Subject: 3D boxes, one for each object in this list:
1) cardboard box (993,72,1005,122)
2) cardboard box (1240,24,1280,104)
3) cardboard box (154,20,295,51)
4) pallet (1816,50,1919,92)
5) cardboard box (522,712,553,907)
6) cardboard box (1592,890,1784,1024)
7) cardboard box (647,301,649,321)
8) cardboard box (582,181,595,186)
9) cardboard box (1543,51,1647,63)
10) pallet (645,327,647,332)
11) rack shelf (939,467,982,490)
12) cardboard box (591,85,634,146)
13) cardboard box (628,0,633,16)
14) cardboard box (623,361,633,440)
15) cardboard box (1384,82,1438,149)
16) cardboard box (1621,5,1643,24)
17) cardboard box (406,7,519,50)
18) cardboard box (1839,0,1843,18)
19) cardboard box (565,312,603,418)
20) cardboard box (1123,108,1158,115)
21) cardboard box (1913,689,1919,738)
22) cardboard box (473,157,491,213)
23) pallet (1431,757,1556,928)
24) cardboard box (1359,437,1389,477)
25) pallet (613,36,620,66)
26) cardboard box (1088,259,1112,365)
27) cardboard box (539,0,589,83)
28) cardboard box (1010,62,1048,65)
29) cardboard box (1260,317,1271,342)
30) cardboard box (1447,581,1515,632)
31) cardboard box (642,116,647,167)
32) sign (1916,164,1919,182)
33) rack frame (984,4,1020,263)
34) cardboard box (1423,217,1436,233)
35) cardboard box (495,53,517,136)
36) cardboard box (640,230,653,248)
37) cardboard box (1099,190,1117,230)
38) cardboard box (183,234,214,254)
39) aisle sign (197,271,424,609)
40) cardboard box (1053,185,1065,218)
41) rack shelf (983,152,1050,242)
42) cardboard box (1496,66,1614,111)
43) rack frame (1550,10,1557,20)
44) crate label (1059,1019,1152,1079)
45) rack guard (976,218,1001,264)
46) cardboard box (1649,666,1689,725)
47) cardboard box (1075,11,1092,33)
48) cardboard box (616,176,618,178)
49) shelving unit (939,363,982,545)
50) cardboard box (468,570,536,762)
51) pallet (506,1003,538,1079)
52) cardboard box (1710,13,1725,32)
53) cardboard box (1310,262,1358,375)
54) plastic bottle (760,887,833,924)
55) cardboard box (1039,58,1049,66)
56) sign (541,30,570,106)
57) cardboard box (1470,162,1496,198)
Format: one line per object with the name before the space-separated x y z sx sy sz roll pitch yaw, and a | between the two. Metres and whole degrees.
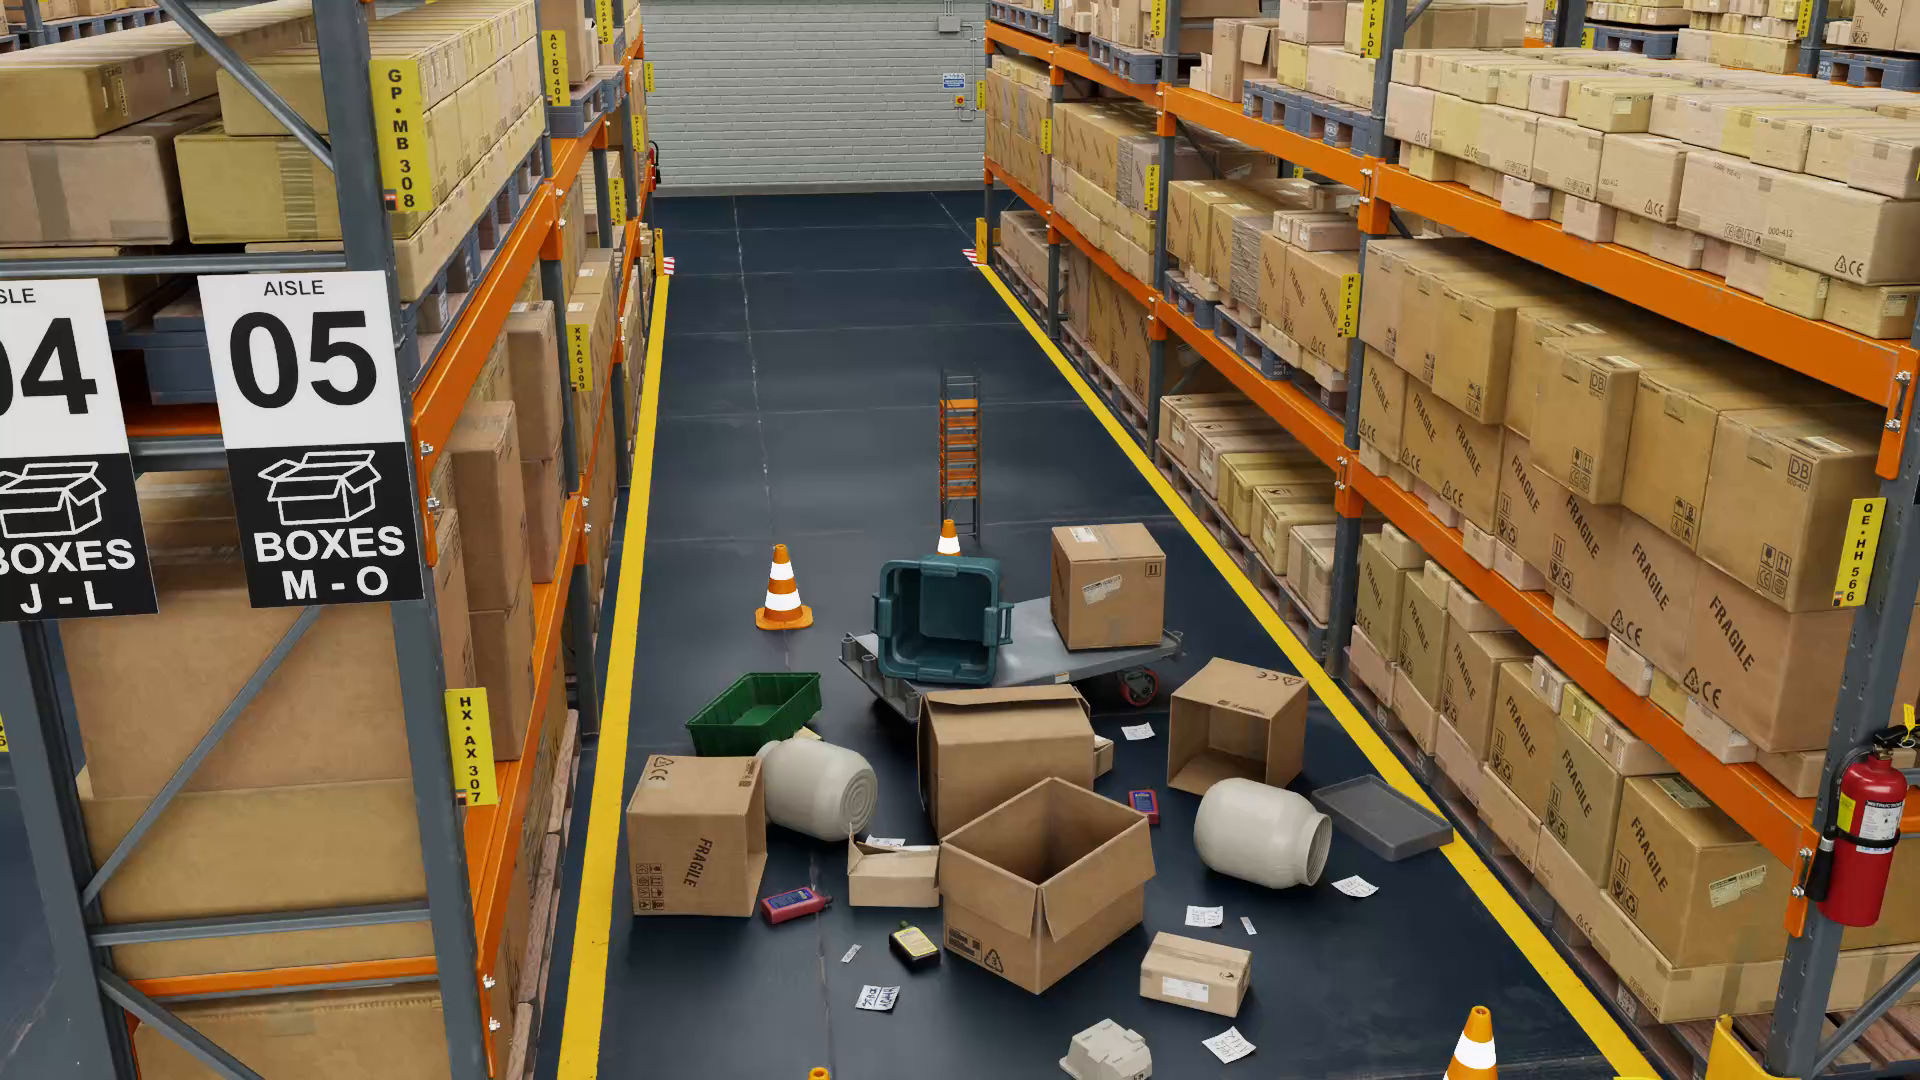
cardboard box | 0.668 -4.990 18.717 0.500 0.500 0.500 -3 21 -9
cardboard box | 2.201 -2.991 10.502 0.797 0.503 0.637 -3 21 -8
cardboard box | -2.419 -1.629 5.480 0.380 0.149 0.250 -3 21 -8
pallet | 7.050 -3.402 12.020 1.213 0.211 1.003 -2 21 -5
cardboard box | -2.199 0.938 6.855 0.875 0.875 0.875 -3 21 -7
cardboard box | 2.720 1.523 6.182 0.500 0.250 0.500 -3 21 -8
cardboard box | -3.280 -2.260 16.454 0.380 0.149 0.250 -2 21 -6
cardboard box | -2.997 -2.762 13.232 0.380 0.149 0.250 -2 21 -6
cardboard box | 2.904 -2.155 7.631 0.380 0.149 0.250 -3 21 -9
pallet | -3.639 -2.089 16.506 1.003 0.211 1.213 -3 21 -8
rack shelf | 0.002 -0.403 11.050 0.258 0.103 0.180 -3 21 -8
cardboard box | -3.332 -3.987 15.607 0.500 0.500 0.500 -2 21 -6
cardboard box | -3.466 -5.260 16.224 0.500 0.250 0.500 -3 21 -7
cardboard box | -2.781 -1.063 12.747 0.500 0.500 0.500 -4 21 -10
cardboard box | 2.322 -1.987 7.751 0.500 0.250 0.500 -3 21 -9
cardboard box | 6.114 -4.666 14.751 0.380 0.149 0.250 -2 21 -6
cardboard box | -1.879 -1.927 6.278 0.380 0.149 0.250 -3 21 -7
cardboard box | 7.077 -4.207 13.126 0.380 0.149 0.250 -3 21 -7
cardboard box | -2.307 -0.985 9.423 0.500 0.500 0.500 -3 21 -8
cardboard box | 1.771 -3.643 15.112 0.500 0.500 0.500 -3 21 -7
cardboard box | 3.312 0.342 5.446 0.500 0.500 0.500 -3 21 -9
cardboard box | -1.692 -1.112 5.236 0.380 0.149 0.250 -3 21 -8
pallet | 2.840 1.281 7.484 1.003 0.211 1.213 -3 21 -8
cardboard box | 2.257 -0.436 8.455 0.380 0.149 0.250 -3 21 -8
pallet | -3.371 -3.903 13.361 1.213 0.211 1.003 -3 21 -8
cardboard box | 1.683 -2.127 15.061 0.875 0.875 0.875 -2 21 -6
cardboard box | -2.403 -2.887 9.486 0.500 0.500 0.500 -3 21 -8
cardboard box | 0.755 -5.155 18.231 0.380 0.149 0.250 -3 21 -7
cardboard box | 2.049 -1.276 10.105 0.380 0.149 0.250 -3 21 -8
cardboard box | 2.423 0.292 7.477 0.380 0.149 0.250 -2 21 -5
cardboard box | -3.613 -4.239 17.711 0.500 0.500 0.500 -3 21 -8
sign | 2.554 -1.093 4.303 0.100 0.325 0.005 -3 21 -8
rack frame | 0.800 -4.834 19.871 1.000 3.000 0.127 -3 21 -8
cardboard box | 5.790 -3.597 19.531 0.700 0.500 0.500 -2 21 -6
cardboard box | -1.887 -1.606 5.989 0.500 0.250 0.500 -3 21 -8
cardboard box | -3.615 -3.345 18.510 0.380 0.149 0.250 -3 21 -9
cardboard box | 1.460 -2.736 13.755 0.500 0.250 0.500 -3 21 -9
cardboard box | -2.234 -0.815 4.439 0.380 0.149 0.250 -3 21 -7
aisle sign | -1.471 -0.218 3.797 0.394 0.787 0.004 -3 21 -8
cardboard box | 1.178 -3.213 15.746 0.500 0.250 0.500 -3 21 -9
rack shelf | 1.088 -3.804 18.143 1.077 0.370 4.000 -3 21 -8
cardboard box | 2.444 -1.858 6.837 0.380 0.149 0.250 -4 21 -10
rack frame | 6.287 -6.511 15.787 1.000 3.000 0.127 -3 21 -8
crate label | 0.543 1.868 6.019 0.250 0.136 0.298 -15 25 -35
rack guard | 0.796 -3.671 20.331 1.175 0.500 0.348 -3 21 -8
cardboard box | 2.678 0.533 5.861 0.380 0.149 0.250 -3 21 -9
cardboard box | 1.212 -4.486 14.385 0.380 0.166 0.250 -4 21 -11
cardboard box | -3.183 -3.078 14.503 0.380 0.149 0.250 -2 21 -5
shelving unit | 0.002 -0.557 10.993 0.258 1.200 0.189 -3 21 -8
cardboard box | -1.933 0.405 5.631 0.875 0.550 0.550 -3 21 -8
pallet | -1.970 2.024 5.495 1.003 0.211 1.213 -3 21 -8
cardboard box | 6.478 -4.304 13.809 0.380 0.149 0.250 -3 21 -7
cardboard box | 2.236 -1.210 9.001 0.500 0.500 0.500 -3 21 -9
plastic bottle | -0.687 1.534 7.022 0.283 0.061 0.133 -11 23 -26
cardboard box | 1.110 -5.452 19.027 0.380 0.149 0.250 -3 21 -7
sign | -1.805 -2.107 7.432 0.100 0.325 0.005 -3 21 -8
cardboard box | 2.456 -1.584 7.241 0.380 0.149 0.250 -2 21 -6
